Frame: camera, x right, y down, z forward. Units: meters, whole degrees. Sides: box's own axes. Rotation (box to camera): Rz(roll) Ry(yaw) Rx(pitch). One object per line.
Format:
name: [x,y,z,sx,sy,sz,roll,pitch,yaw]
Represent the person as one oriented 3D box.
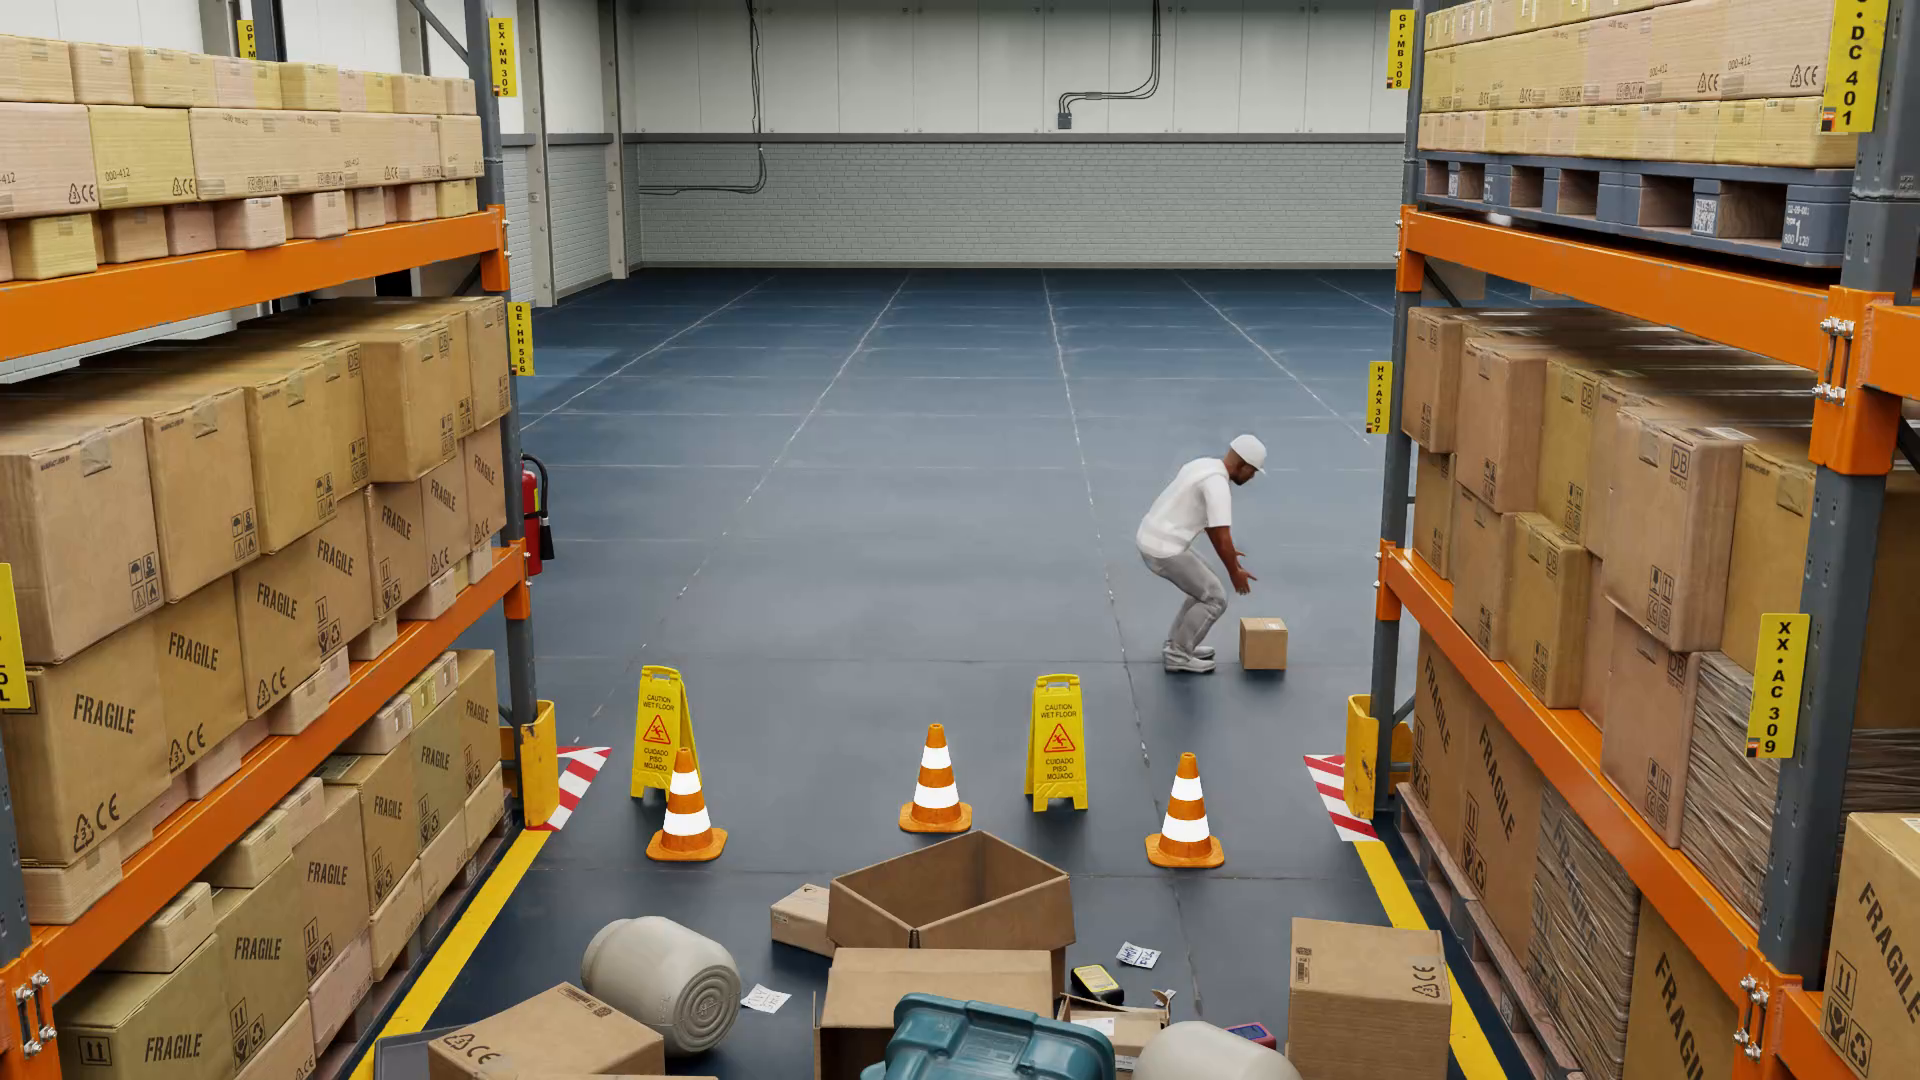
person: [1.435,0.058,9.974,0.763,1.403,0.631,0,14,2]
